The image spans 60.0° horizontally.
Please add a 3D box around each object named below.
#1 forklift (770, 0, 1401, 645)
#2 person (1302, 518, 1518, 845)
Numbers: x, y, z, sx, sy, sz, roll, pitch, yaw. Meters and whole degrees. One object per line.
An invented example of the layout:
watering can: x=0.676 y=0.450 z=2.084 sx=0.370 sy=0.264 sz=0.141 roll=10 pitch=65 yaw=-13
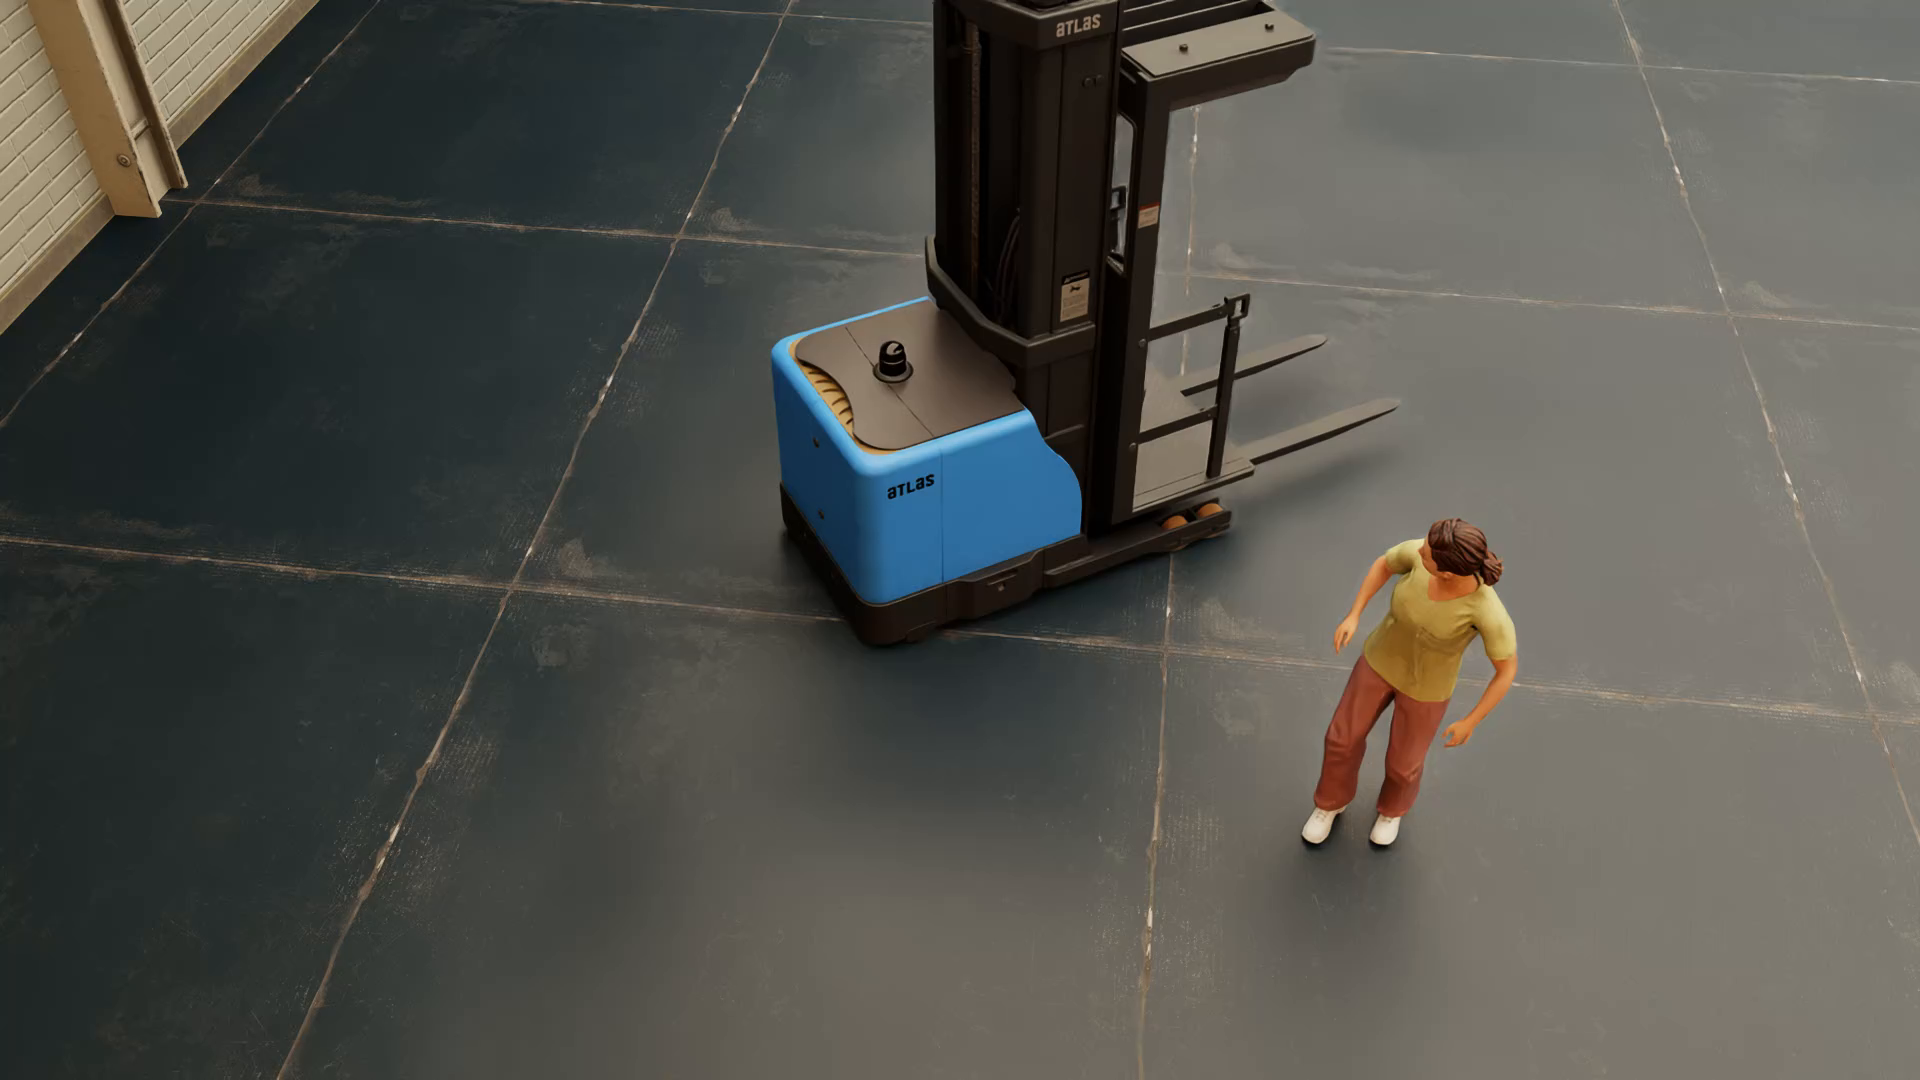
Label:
forklift: x=0.707 y=-1.327 z=7.169 sx=3.031 sy=2.935 sz=1.130 roll=-19 pitch=46 yaw=-20
person: x=1.636 y=0.550 z=6.078 sx=0.655 sy=1.648 sz=0.485 roll=33 pitch=52 yaw=30
